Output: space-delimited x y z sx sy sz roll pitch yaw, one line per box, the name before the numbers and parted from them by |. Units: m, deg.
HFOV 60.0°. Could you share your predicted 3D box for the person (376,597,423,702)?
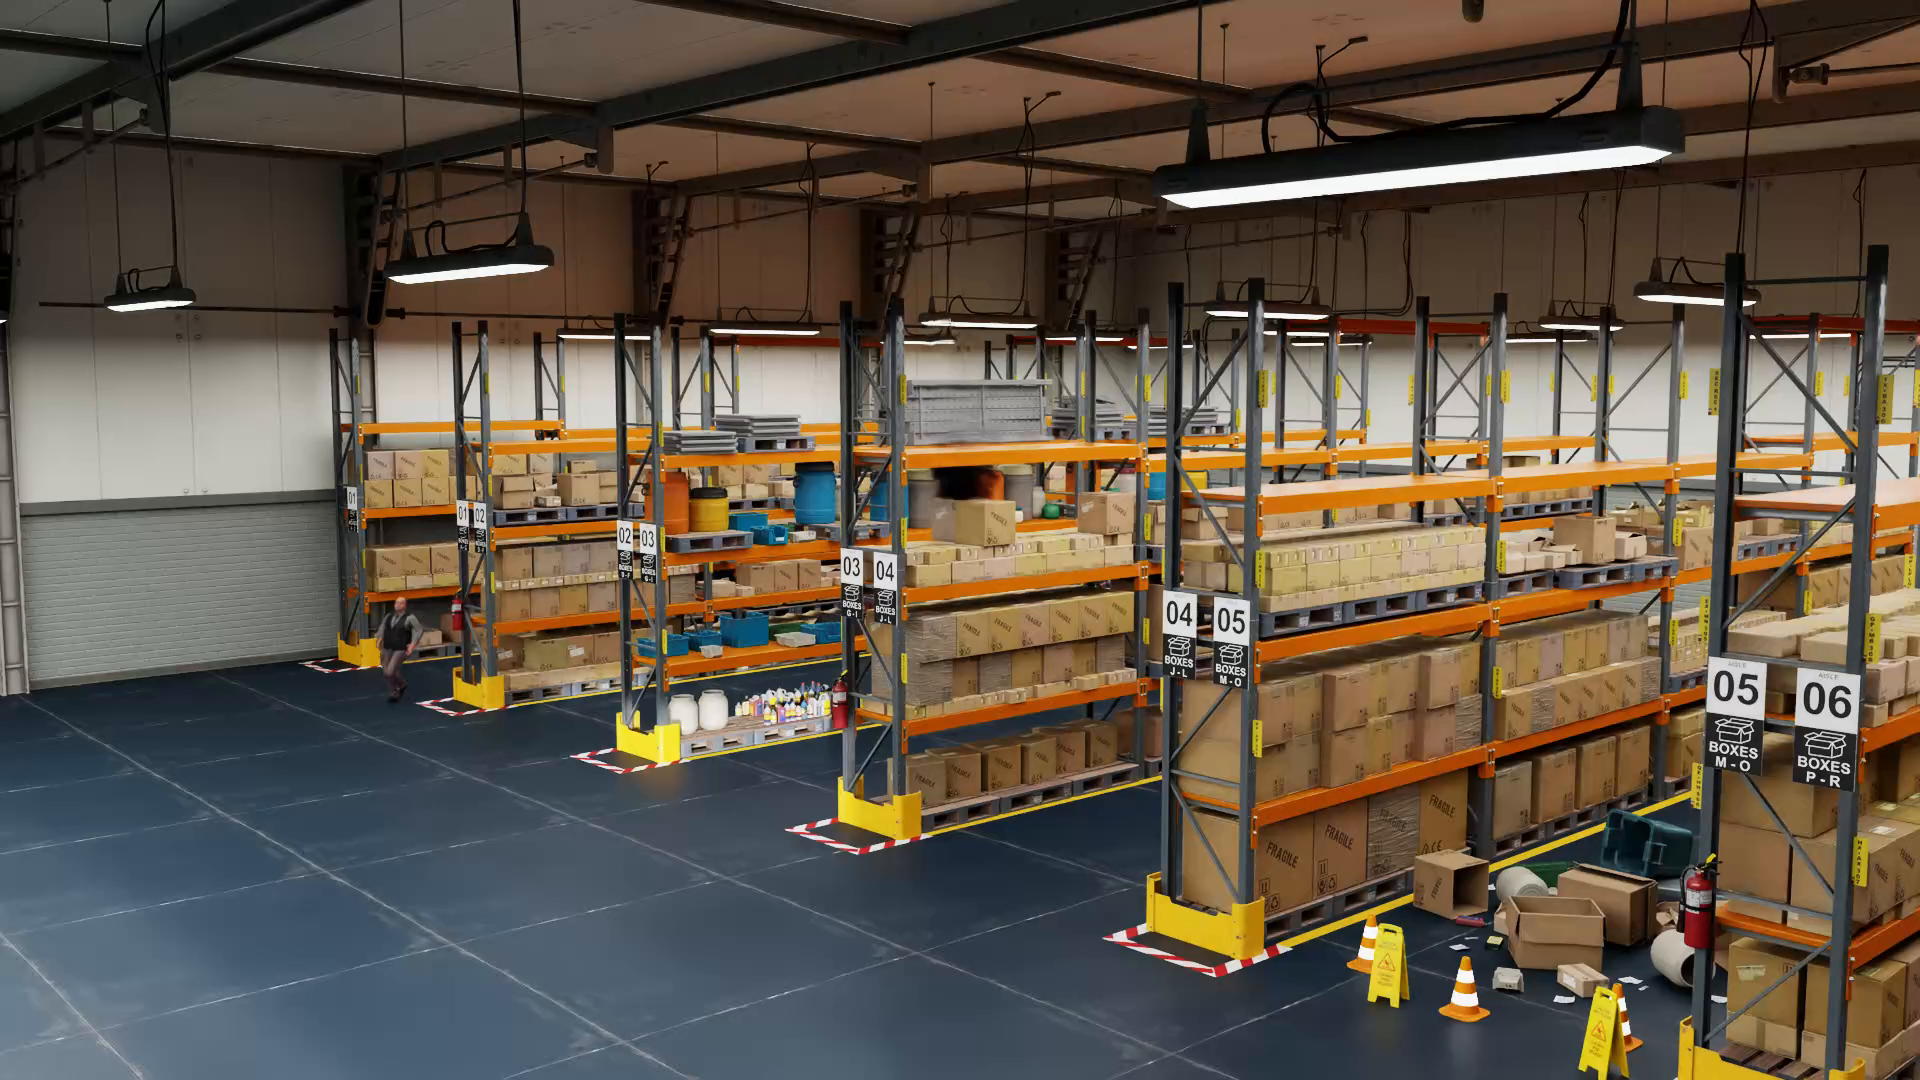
person | -8.890 1.741 26.245 0.727 1.673 0.517 2 6 16
